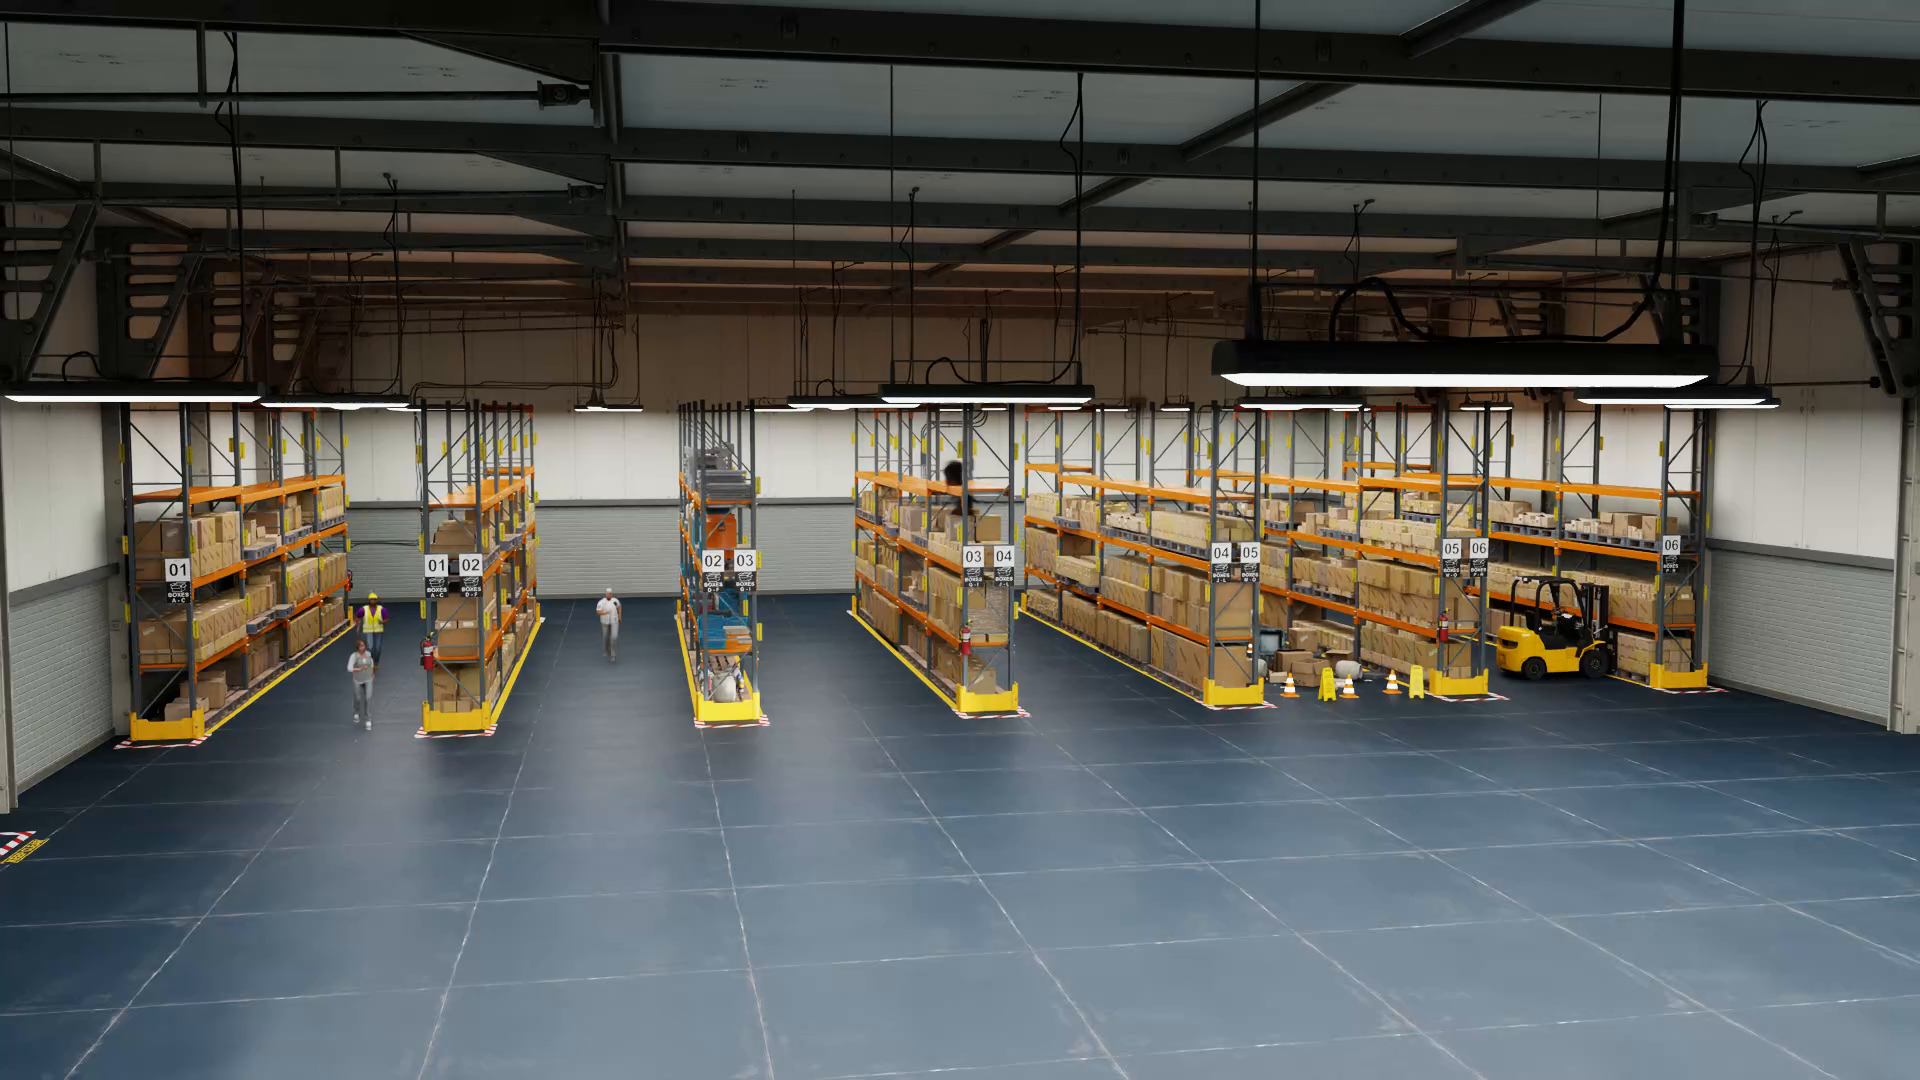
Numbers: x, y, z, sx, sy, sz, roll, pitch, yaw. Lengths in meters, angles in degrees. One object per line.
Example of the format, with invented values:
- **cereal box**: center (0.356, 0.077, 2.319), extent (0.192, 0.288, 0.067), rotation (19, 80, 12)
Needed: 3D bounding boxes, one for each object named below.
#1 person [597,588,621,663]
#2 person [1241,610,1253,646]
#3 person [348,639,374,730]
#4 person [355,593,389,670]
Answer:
- **person**: center (-8.162, 1.966, 38.688), extent (0.568, 1.712, 0.854), rotation (-1, 4, -12)
- **person**: center (7.003, 1.864, 41.223), extent (0.685, 1.470, 0.991), rotation (-3, 5, -32)
- **person**: center (-10.932, 2.622, 30.363), extent (0.507, 1.581, 0.861), rotation (-3, 5, -32)
- **person**: center (-12.980, 2.072, 36.762), extent (0.684, 1.789, 0.718), rotation (-2, 5, -26)
